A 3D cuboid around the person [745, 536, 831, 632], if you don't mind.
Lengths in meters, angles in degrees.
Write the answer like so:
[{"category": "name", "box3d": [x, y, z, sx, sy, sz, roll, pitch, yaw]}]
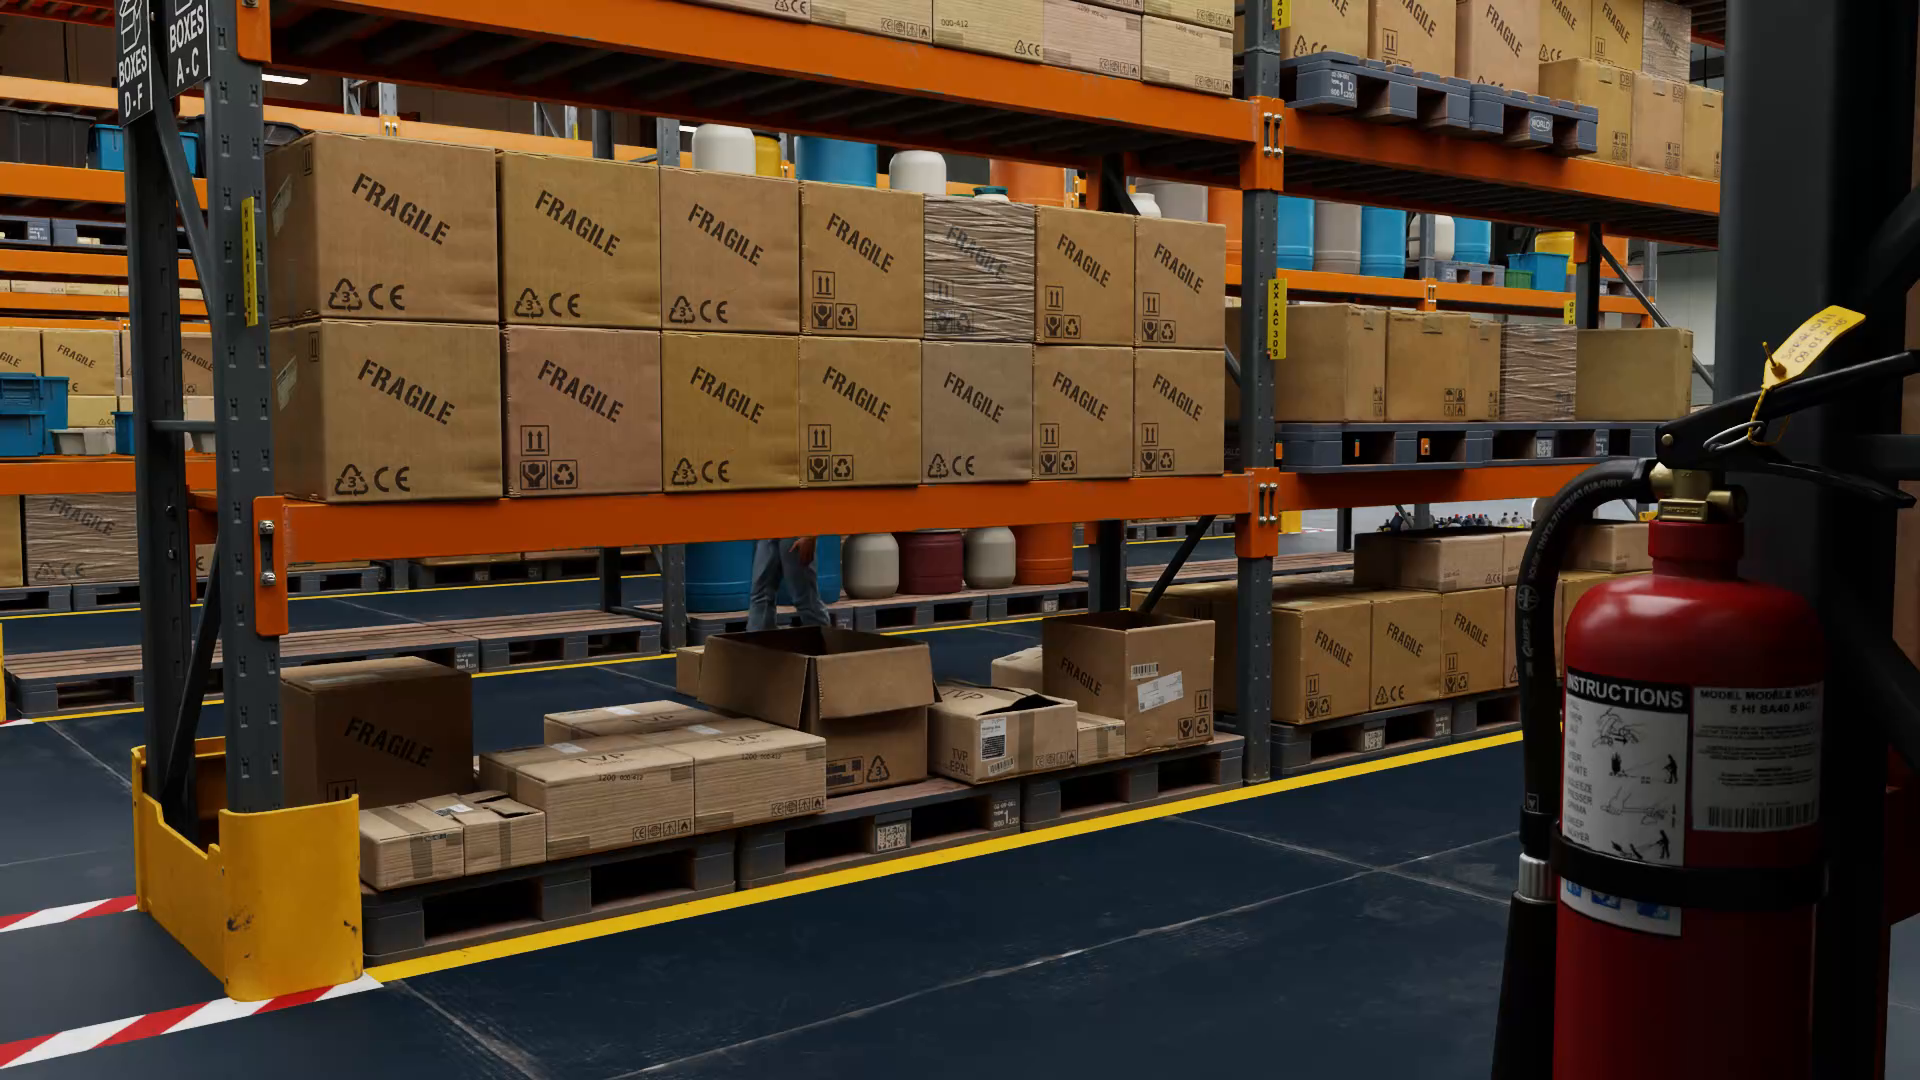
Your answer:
[{"category": "person", "box3d": [-10.631, -4.164, 16.027, 11.653, 9.000, 21.500, -2, 5, -27]}]
